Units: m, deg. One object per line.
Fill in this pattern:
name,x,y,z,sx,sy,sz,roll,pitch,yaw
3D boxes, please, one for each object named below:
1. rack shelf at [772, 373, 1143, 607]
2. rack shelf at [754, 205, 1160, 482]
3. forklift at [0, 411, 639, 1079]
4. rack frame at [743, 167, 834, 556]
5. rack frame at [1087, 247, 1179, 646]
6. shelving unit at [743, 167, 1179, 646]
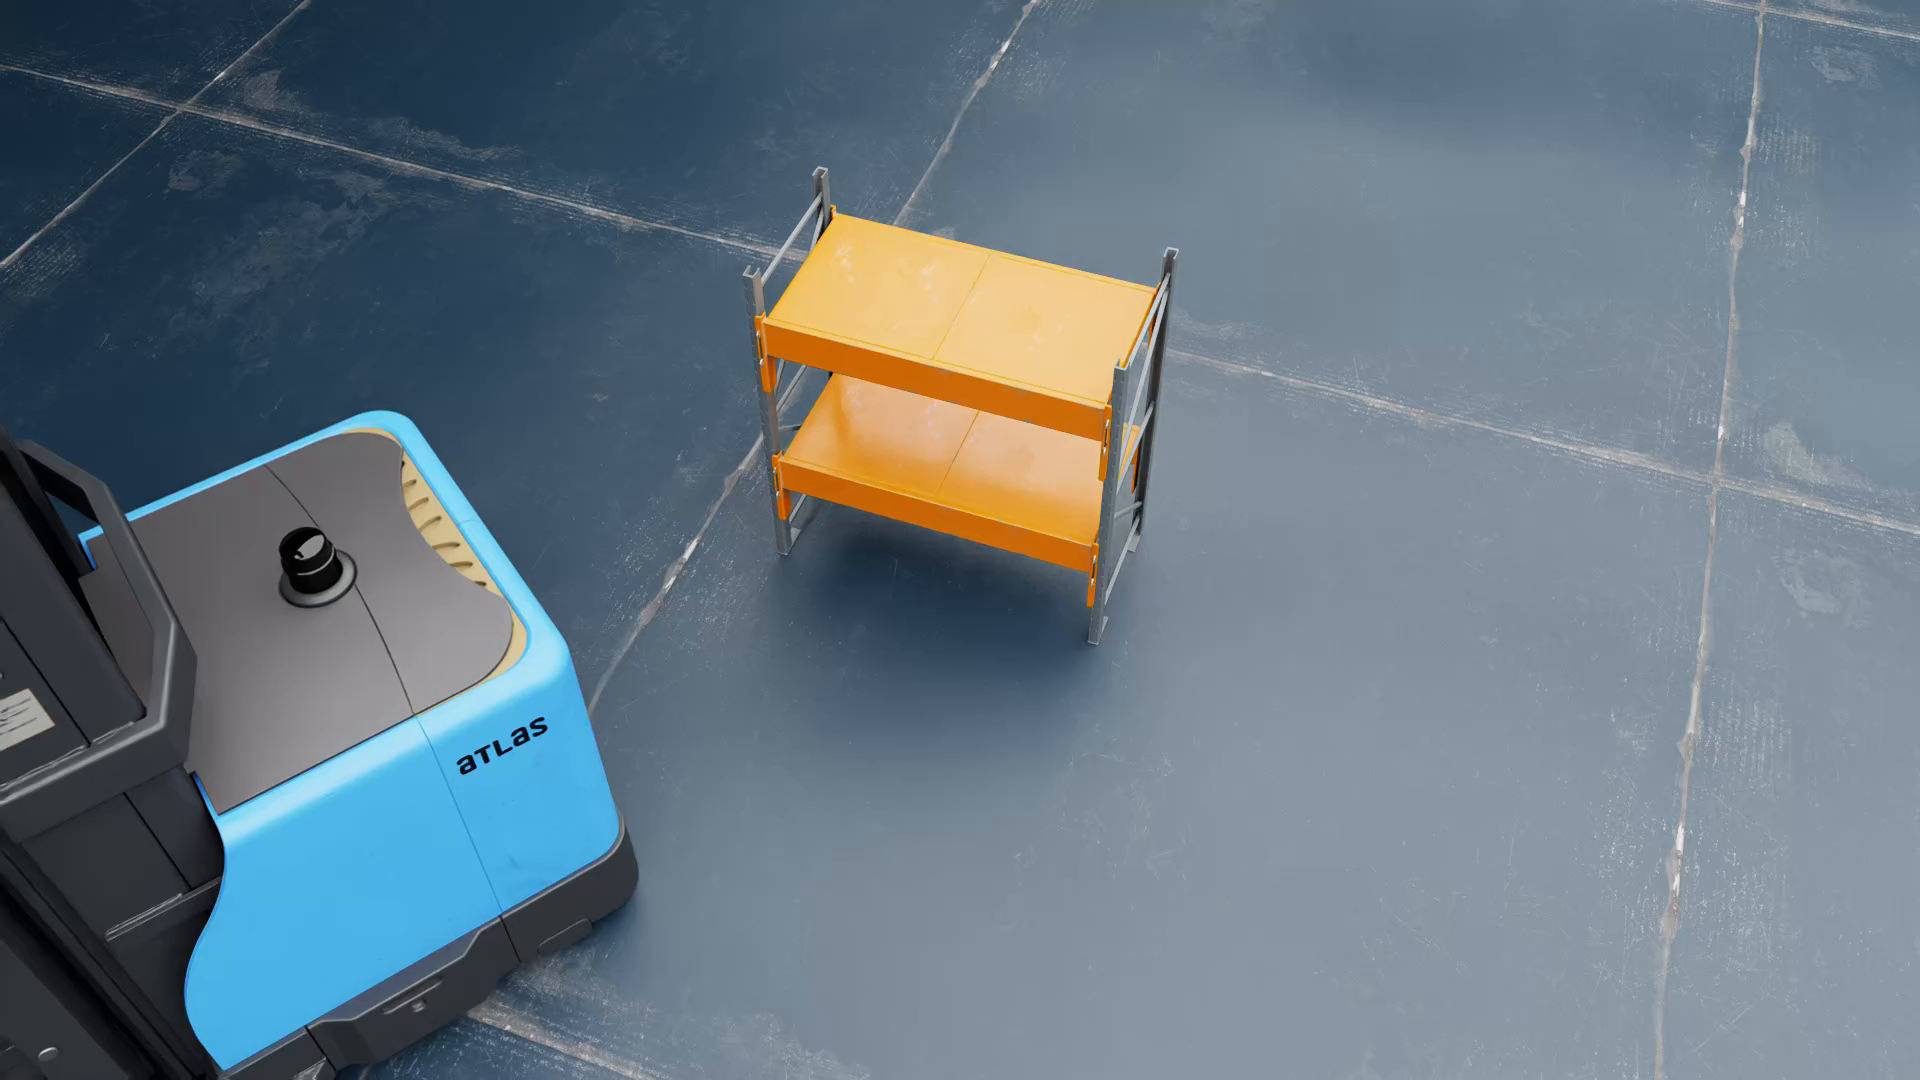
rack shelf,0.006,-0.207,5.008,1.000,0.278,0.538,16,51,13
rack shelf,0.006,-0.558,4.602,1.000,0.278,0.538,16,51,13
forklift,-2.344,0.338,3.018,3.031,2.935,1.130,-28,55,-22
rack frame,-0.471,-0.500,4.939,0.032,1.125,0.500,16,51,13
rack frame,0.483,-0.234,4.708,0.032,1.125,0.500,16,51,13
shelving unit,0.006,-0.367,4.823,1.048,1.125,0.538,16,51,13
